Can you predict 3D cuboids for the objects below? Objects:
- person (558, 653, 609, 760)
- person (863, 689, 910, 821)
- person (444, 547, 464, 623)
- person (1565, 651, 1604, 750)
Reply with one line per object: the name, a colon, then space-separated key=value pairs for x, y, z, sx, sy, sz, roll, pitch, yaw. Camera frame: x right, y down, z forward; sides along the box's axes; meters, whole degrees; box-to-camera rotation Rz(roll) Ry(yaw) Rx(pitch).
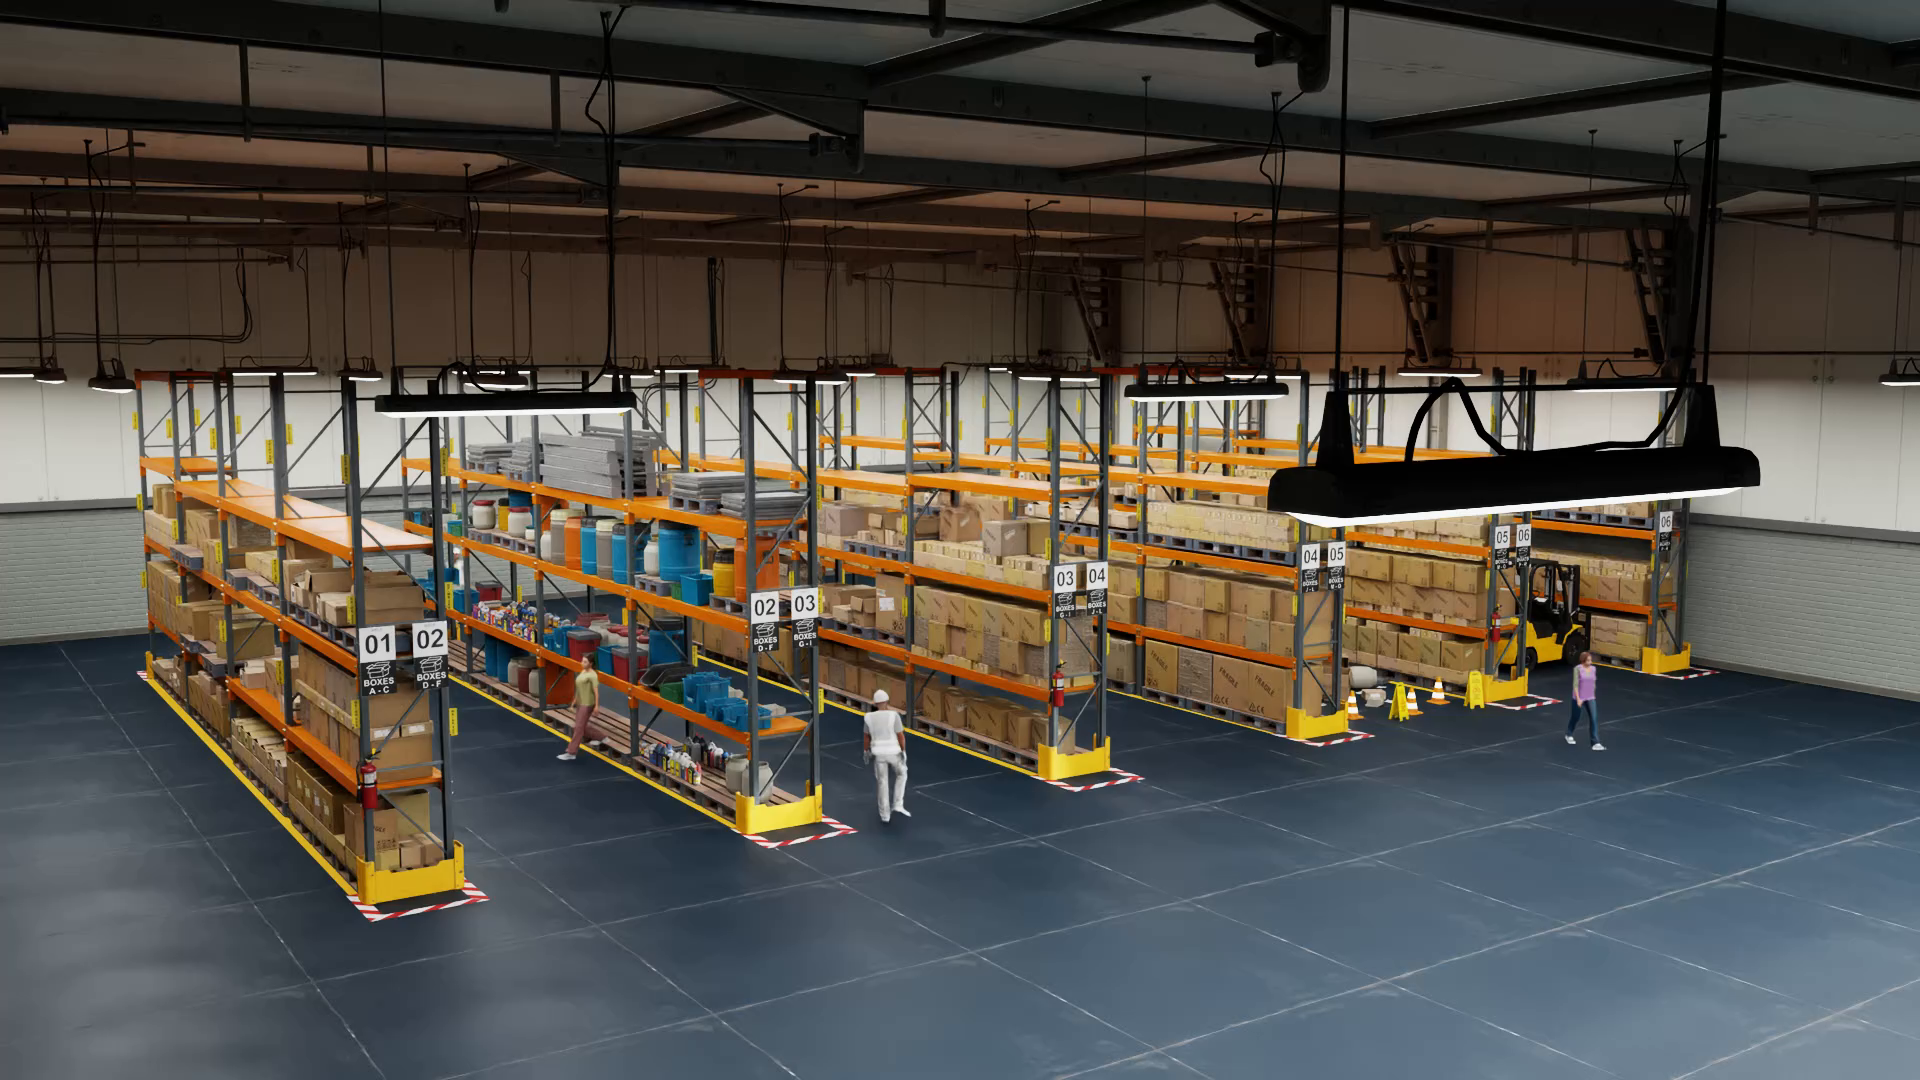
person: x=-5.886 y=2.571 z=25.887 sx=0.874 sy=1.634 sz=0.465 roll=-4 pitch=8 yaw=-31
person: x=-1.002 y=2.899 z=22.543 sx=0.665 sy=1.761 sz=0.448 roll=1 pitch=7 yaw=8
person: x=-11.813 y=1.044 z=38.956 sx=0.537 sy=1.762 sz=0.606 roll=2 pitch=7 yaw=14
person: x=10.004 y=2.551 z=26.611 sx=0.425 sy=1.561 sz=0.818 roll=0 pitch=6 yaw=2
